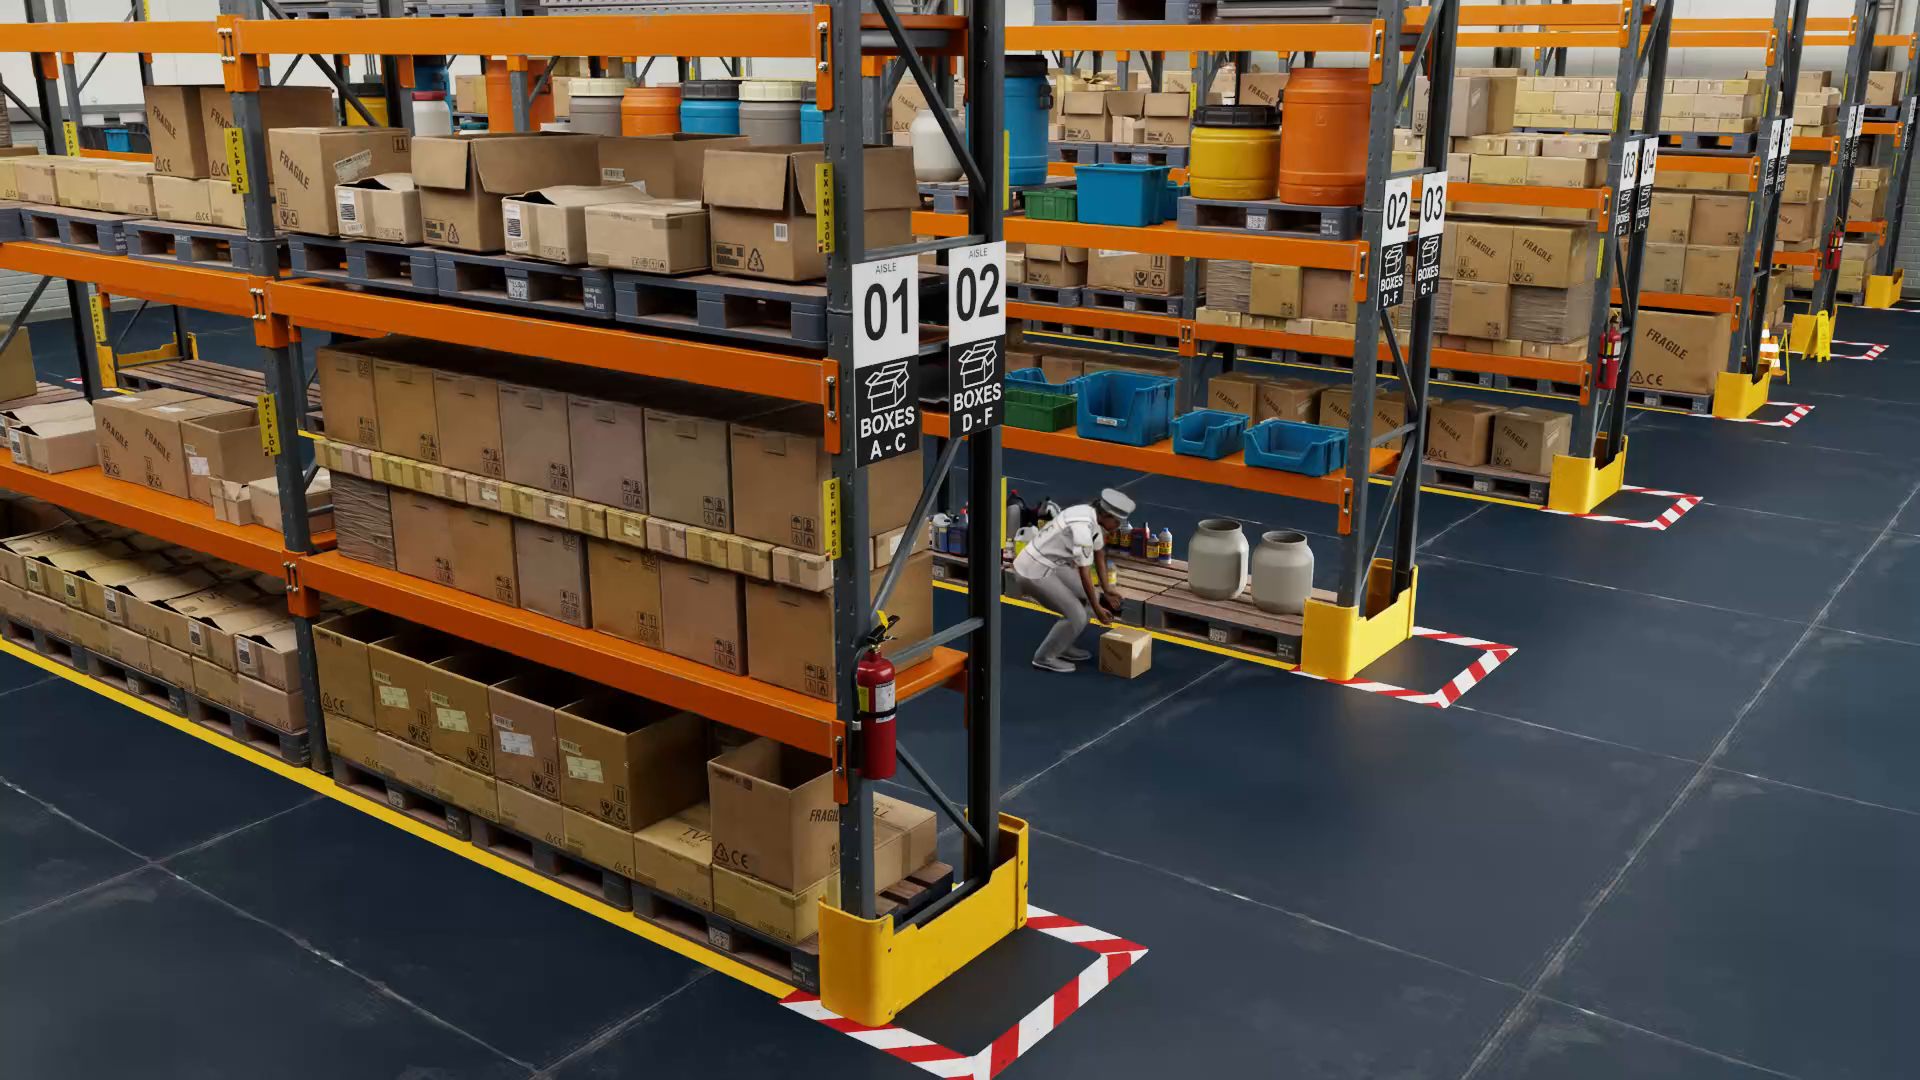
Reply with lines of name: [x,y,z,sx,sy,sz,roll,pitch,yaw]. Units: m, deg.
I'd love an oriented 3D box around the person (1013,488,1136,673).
person: [0.758,0.245,11.012,0.792,1.218,0.500,5,17,17]
